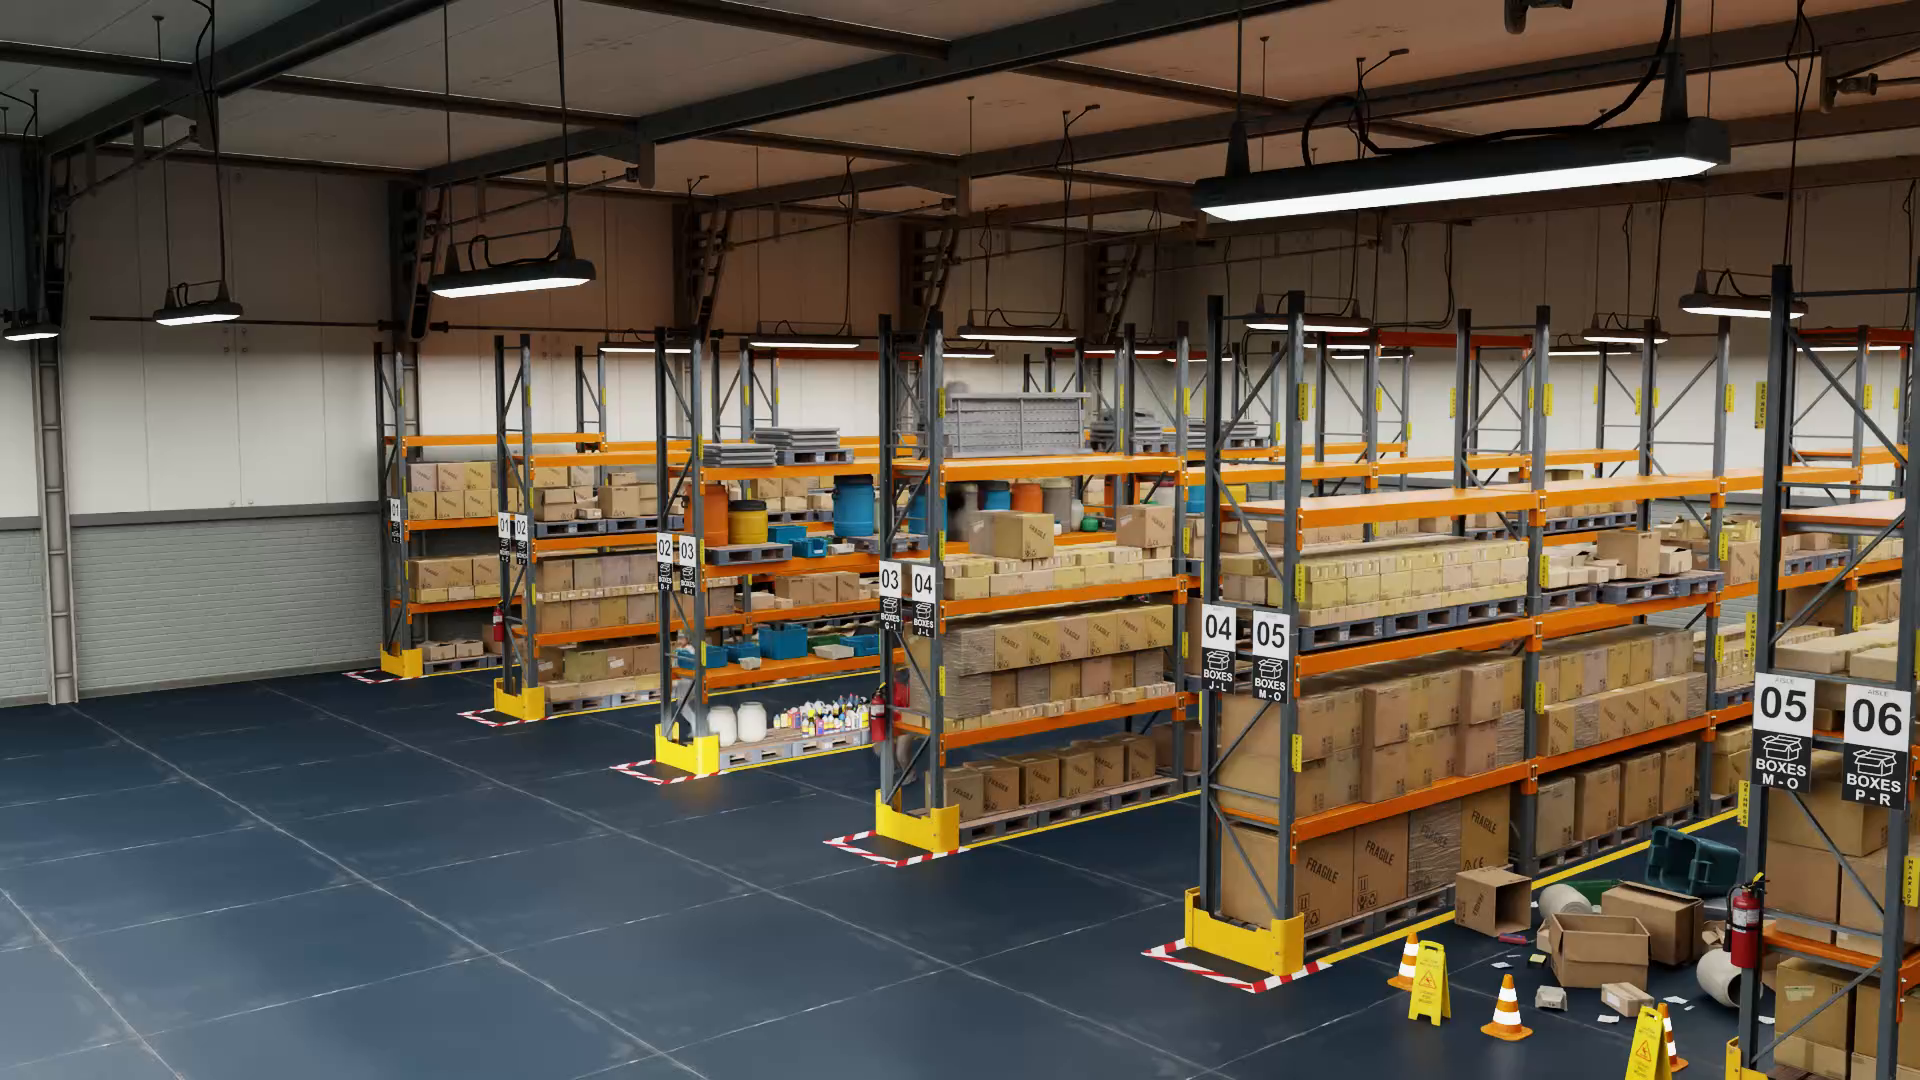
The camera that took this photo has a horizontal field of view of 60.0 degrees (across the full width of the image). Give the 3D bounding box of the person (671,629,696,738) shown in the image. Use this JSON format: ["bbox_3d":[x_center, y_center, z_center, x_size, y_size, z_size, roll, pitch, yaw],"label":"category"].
[{"bbox_3d":[-4.020,2.112,24.373,0.584,1.648,0.691,4,6,34],"label":"person"}]

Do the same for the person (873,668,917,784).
[{"bbox_3d":[-0.827,2.423,21.591,0.727,1.610,0.827,4,6,34],"label":"person"}]

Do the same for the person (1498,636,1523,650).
[{"bbox_3d":[8.073,2.095,24.058,0.695,1.763,0.991,5,7,42],"label":"person"}]
